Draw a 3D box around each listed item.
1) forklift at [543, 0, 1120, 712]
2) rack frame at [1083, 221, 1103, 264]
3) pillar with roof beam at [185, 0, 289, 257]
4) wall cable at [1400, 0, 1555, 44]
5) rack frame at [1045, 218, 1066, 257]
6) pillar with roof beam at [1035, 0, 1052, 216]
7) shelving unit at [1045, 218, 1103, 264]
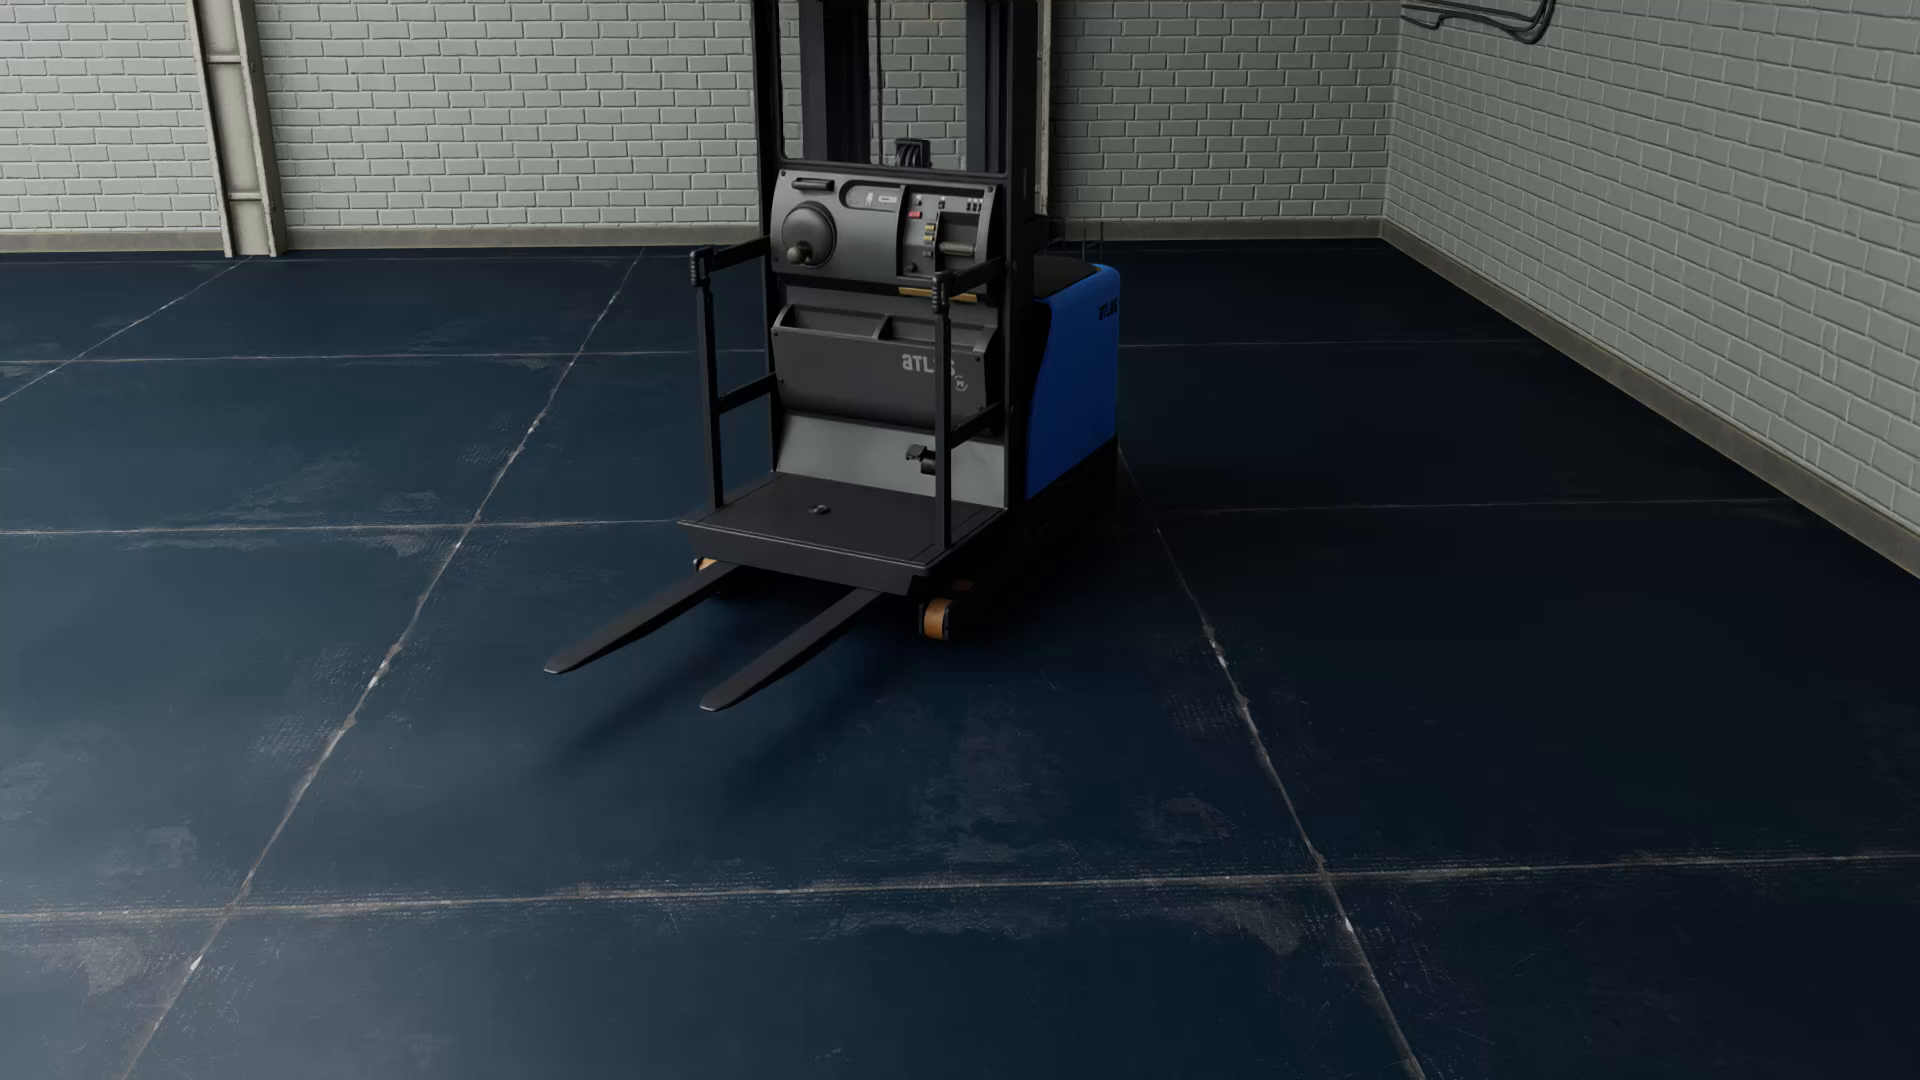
[{"bbox_3d":[-0.388,-1.172,6.079,1.130,2.935,3.031,10,23,24],"label":"forklift"},{"bbox_3d":[0.598,-0.849,7.665,0.006,1.200,0.240,9,23,23],"label":"rack frame"},{"bbox_3d":[-5.257,-4.926,7.413,0.400,9.000,9.100,-1,21,-3],"label":"pillar with roof beam"},{"bbox_3d":[3.504,-4.716,11.226,0.112,2.526,3.097,-1,21,-3],"label":"wall cable"},{"bbox_3d":[0.432,-0.876,7.736,0.006,1.200,0.240,9,23,23],"label":"rack frame"},{"bbox_3d":[0.733,-5.048,7.733,0.400,9.000,9.100,-1,21,-3],"label":"pillar with roof beam"},{"bbox_3d":[0.515,-0.863,7.700,0.189,1.200,0.258,9,23,23],"label":"shelving unit"}]
